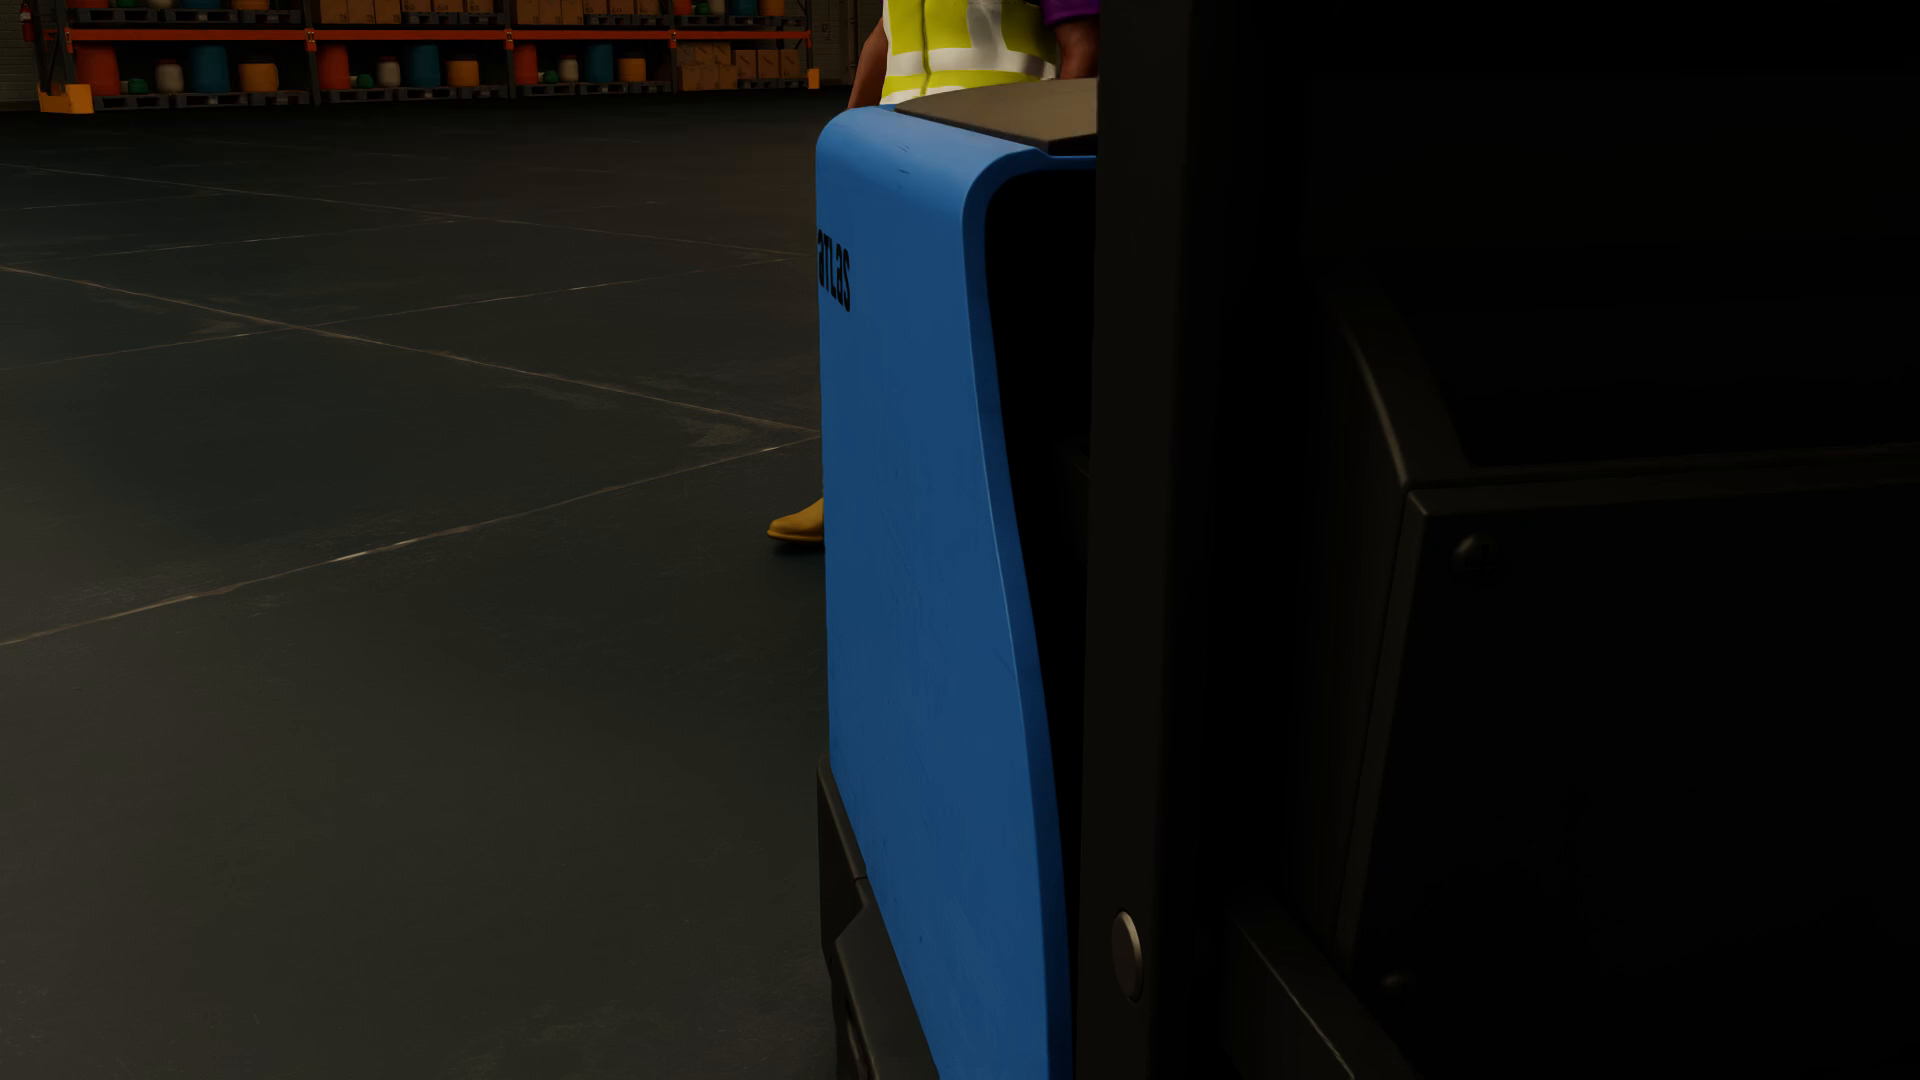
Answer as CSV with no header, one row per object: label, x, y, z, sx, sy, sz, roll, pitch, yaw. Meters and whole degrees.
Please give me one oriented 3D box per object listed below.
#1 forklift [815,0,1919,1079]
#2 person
forklift,0.654,-0.466,0.433,1.130,2.935,3.031,-4,17,-12
person,-0.049,-0.837,3.635,0.666,1.768,0.575,13,21,37
